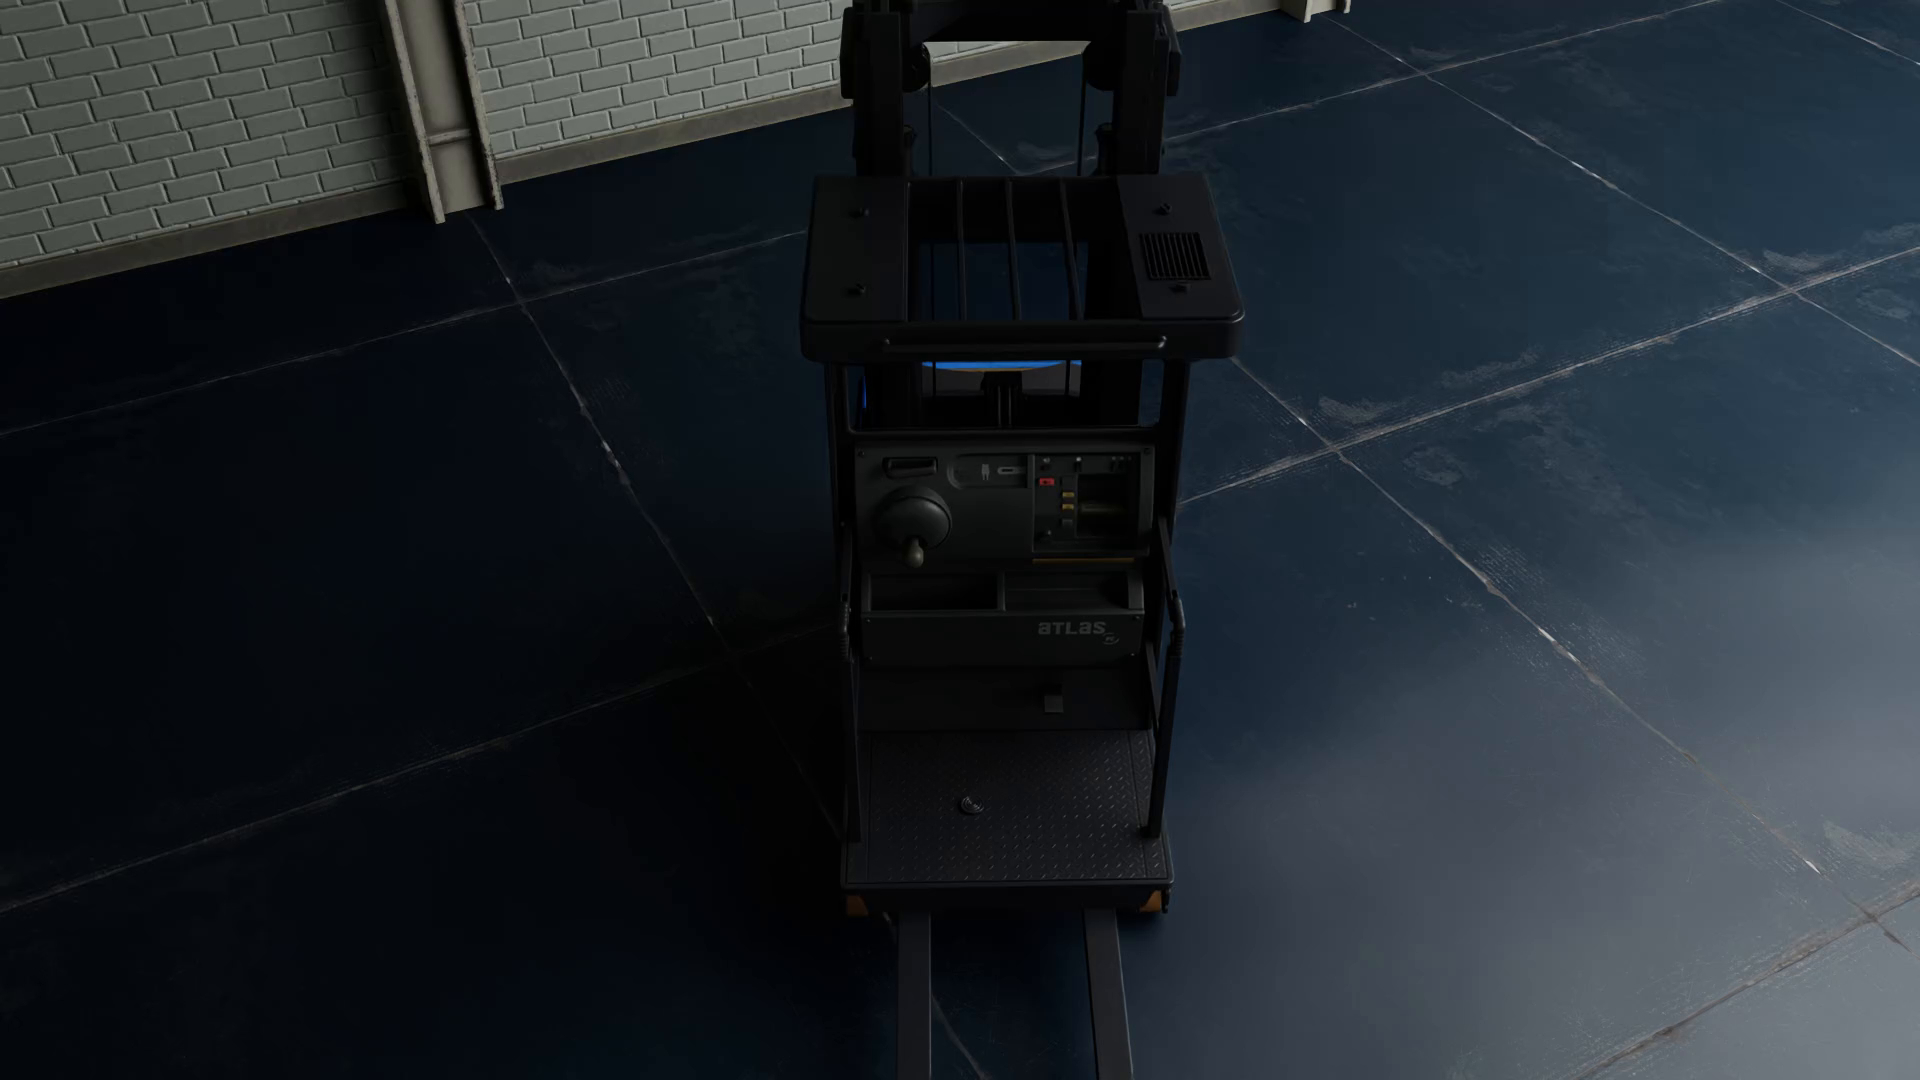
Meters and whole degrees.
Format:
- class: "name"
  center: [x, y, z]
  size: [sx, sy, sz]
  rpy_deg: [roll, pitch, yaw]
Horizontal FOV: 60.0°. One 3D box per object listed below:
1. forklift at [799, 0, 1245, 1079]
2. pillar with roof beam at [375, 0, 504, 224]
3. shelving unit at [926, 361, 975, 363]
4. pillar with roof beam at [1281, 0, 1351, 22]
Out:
- class: "forklift"
  center: [0.144, -0.036, 5.024]
  size: [1.130, 2.935, 3.031]
  rpy_deg: [-1, 40, -1]
- class: "pillar with roof beam"
  center: [-0.857, -2.892, 3.701]
  size: [0.400, 9.000, 9.100]
  rpy_deg: [-19, 44, -21]
- class: "shelving unit"
  center: [0.007, -0.353, 6.970]
  size: [0.210, 0.900, 0.258]
  rpy_deg: [-18, 43, -20]
- class: "pillar with roof beam"
  center: [4.464, -4.682, 5.816]
  size: [0.400, 9.000, 9.100]
  rpy_deg: [-19, 44, -21]
